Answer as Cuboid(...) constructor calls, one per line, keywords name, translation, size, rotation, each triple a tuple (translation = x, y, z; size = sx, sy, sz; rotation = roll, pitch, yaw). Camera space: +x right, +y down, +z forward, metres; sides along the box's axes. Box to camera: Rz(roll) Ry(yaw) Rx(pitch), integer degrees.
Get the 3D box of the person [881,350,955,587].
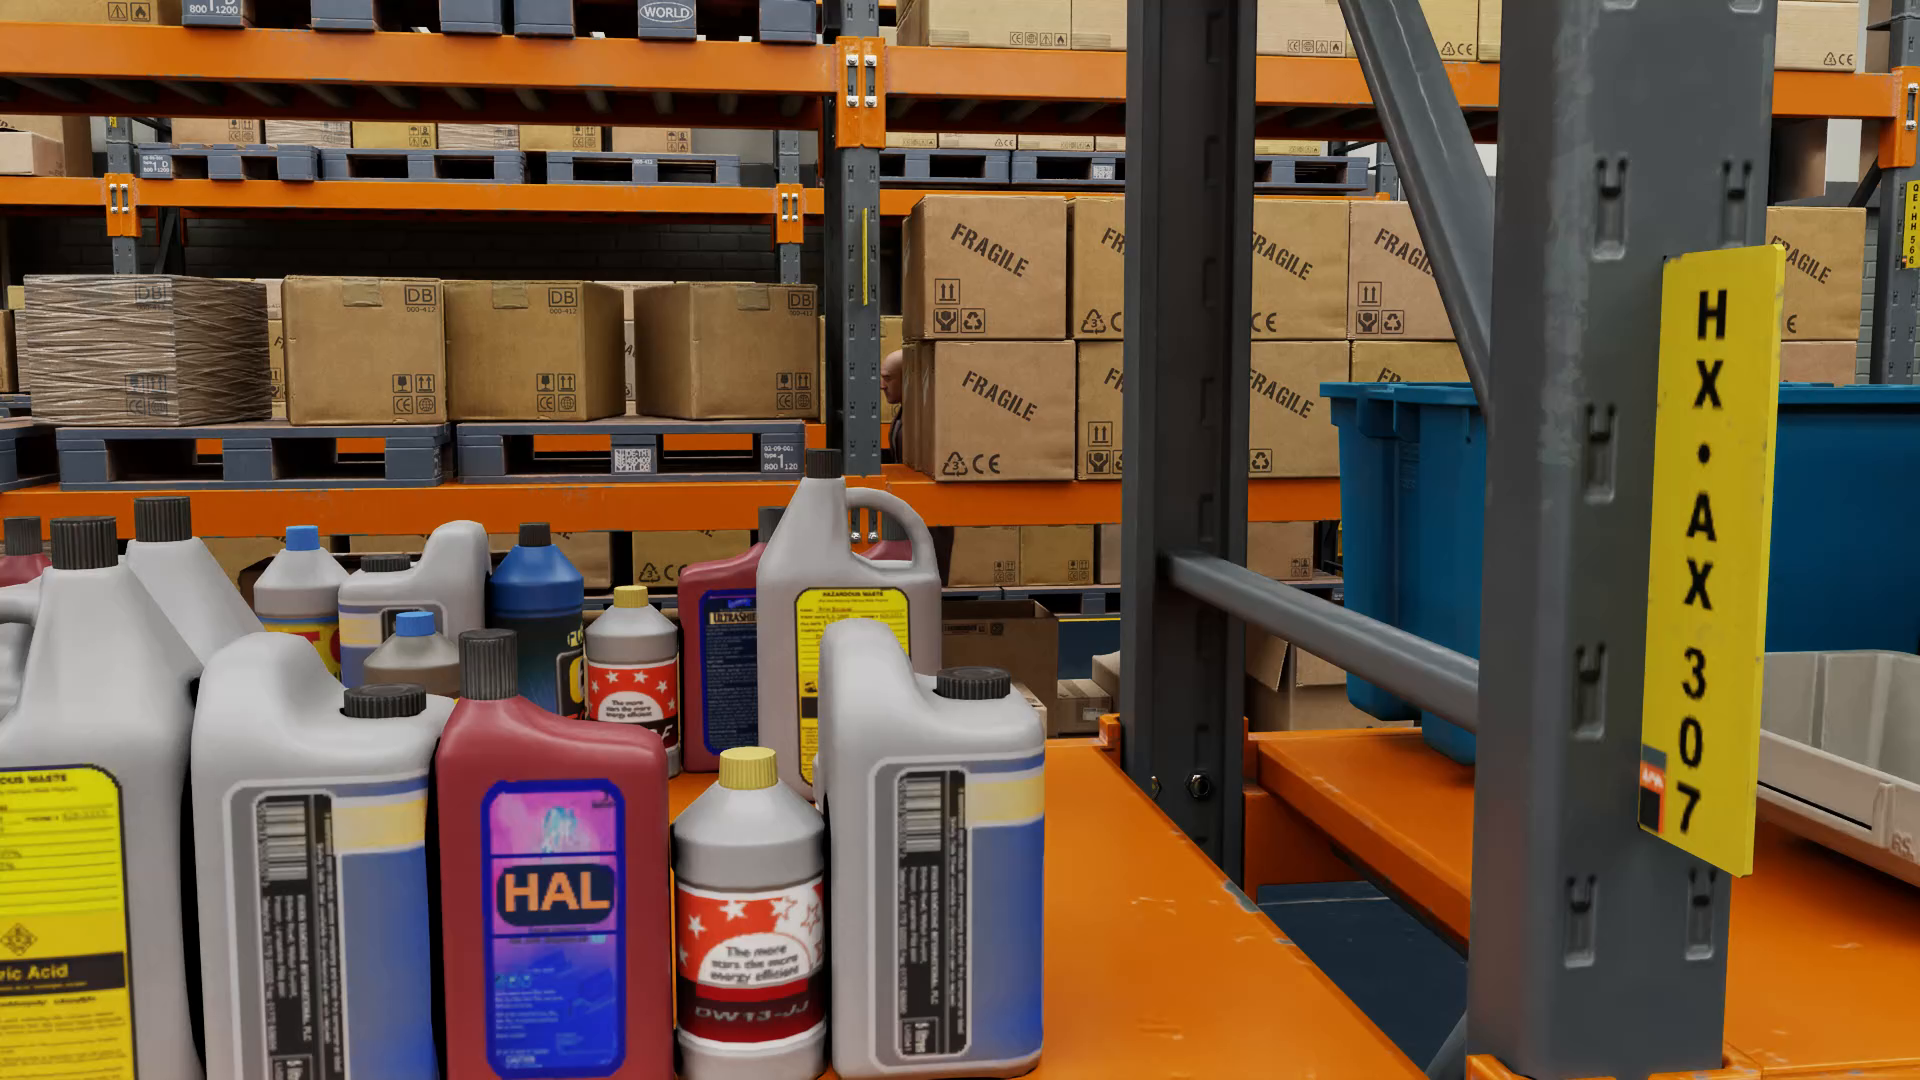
Cuboid(name="person", translation=(-0.225, -0.020, 7.962), size=(0.429, 1.773, 0.639), rotation=(-1, 6, -12))
